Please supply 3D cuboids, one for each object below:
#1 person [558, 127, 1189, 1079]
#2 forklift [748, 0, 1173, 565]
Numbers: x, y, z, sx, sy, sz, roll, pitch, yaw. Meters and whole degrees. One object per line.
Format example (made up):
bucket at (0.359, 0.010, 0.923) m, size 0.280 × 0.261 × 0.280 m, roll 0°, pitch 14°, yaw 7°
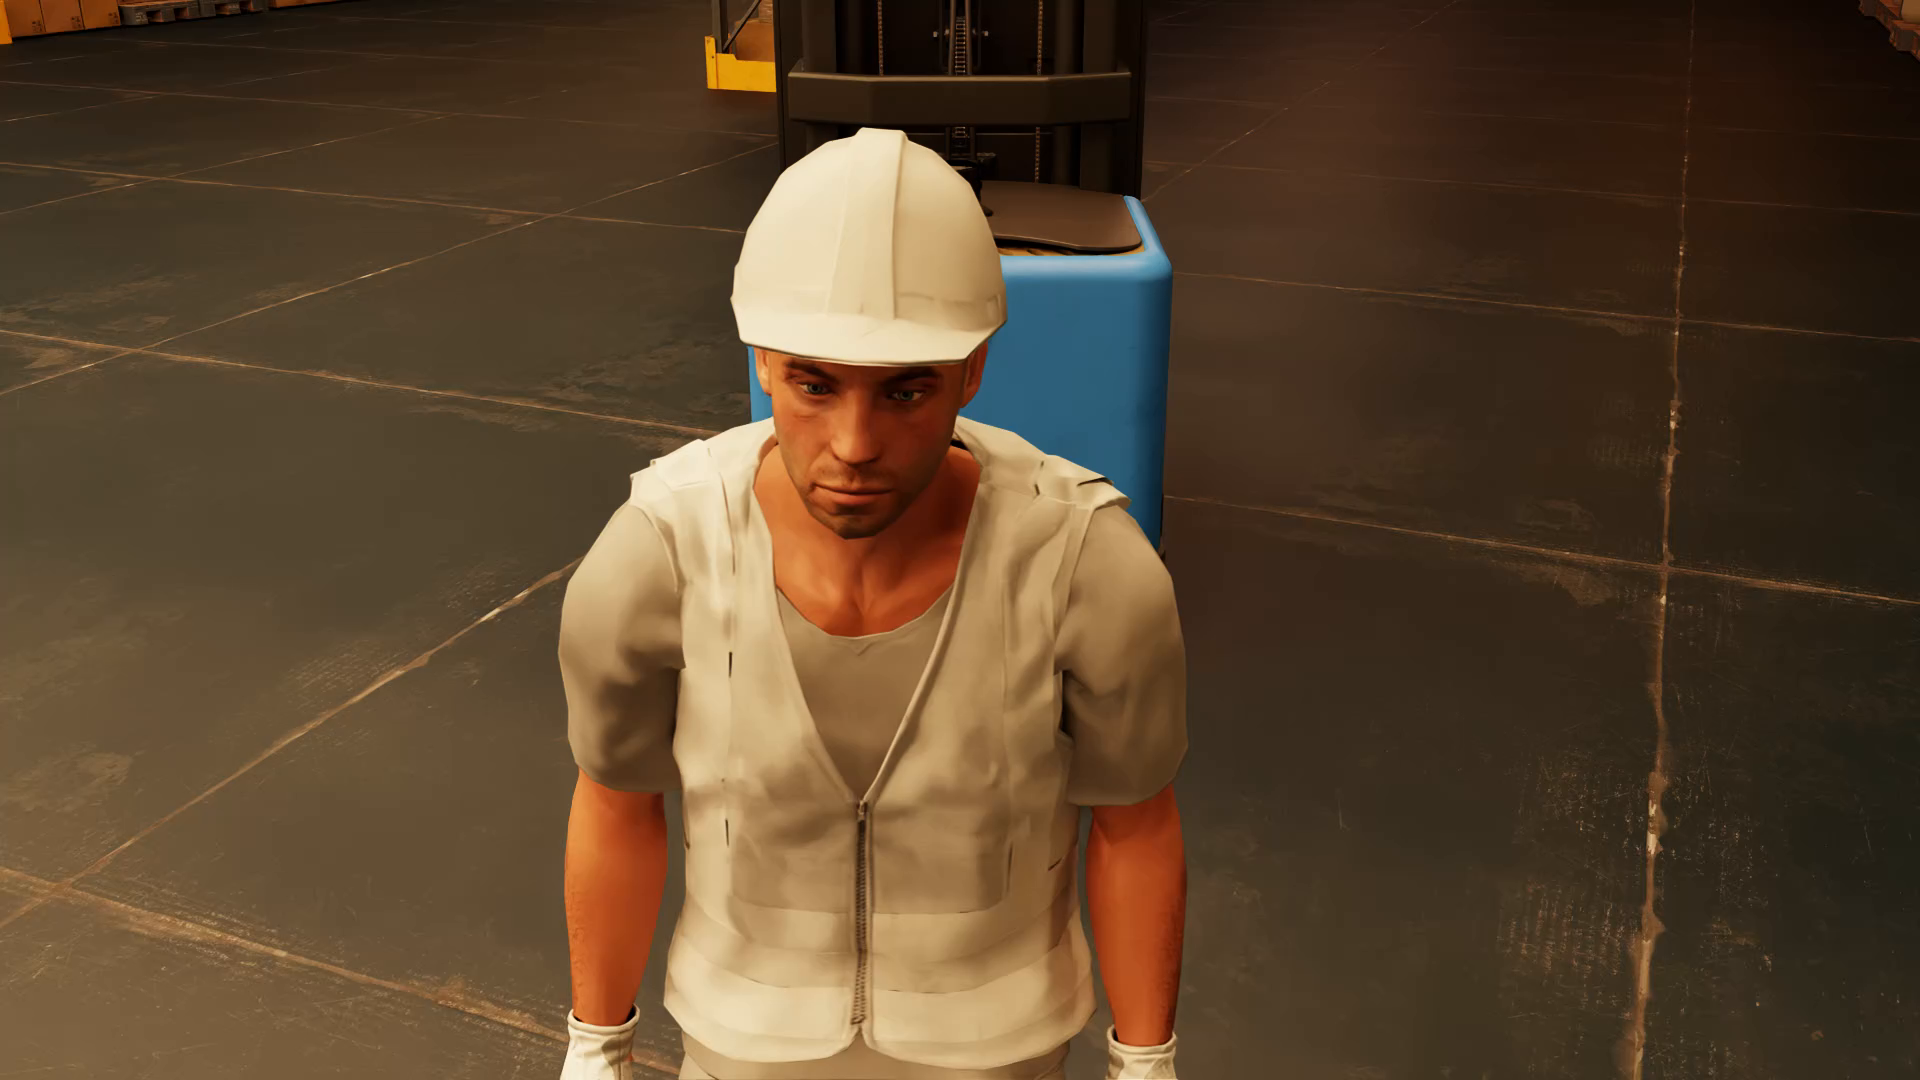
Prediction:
person at (-0.085, 0.479, 1.568) m, size 0.609 × 1.721 × 0.454 m, roll 1°, pitch 23°, yaw 2°
forklift at (0.002, -1.587, 5.089) m, size 1.130 × 2.935 × 3.031 m, roll 0°, pitch 23°, yaw 0°
